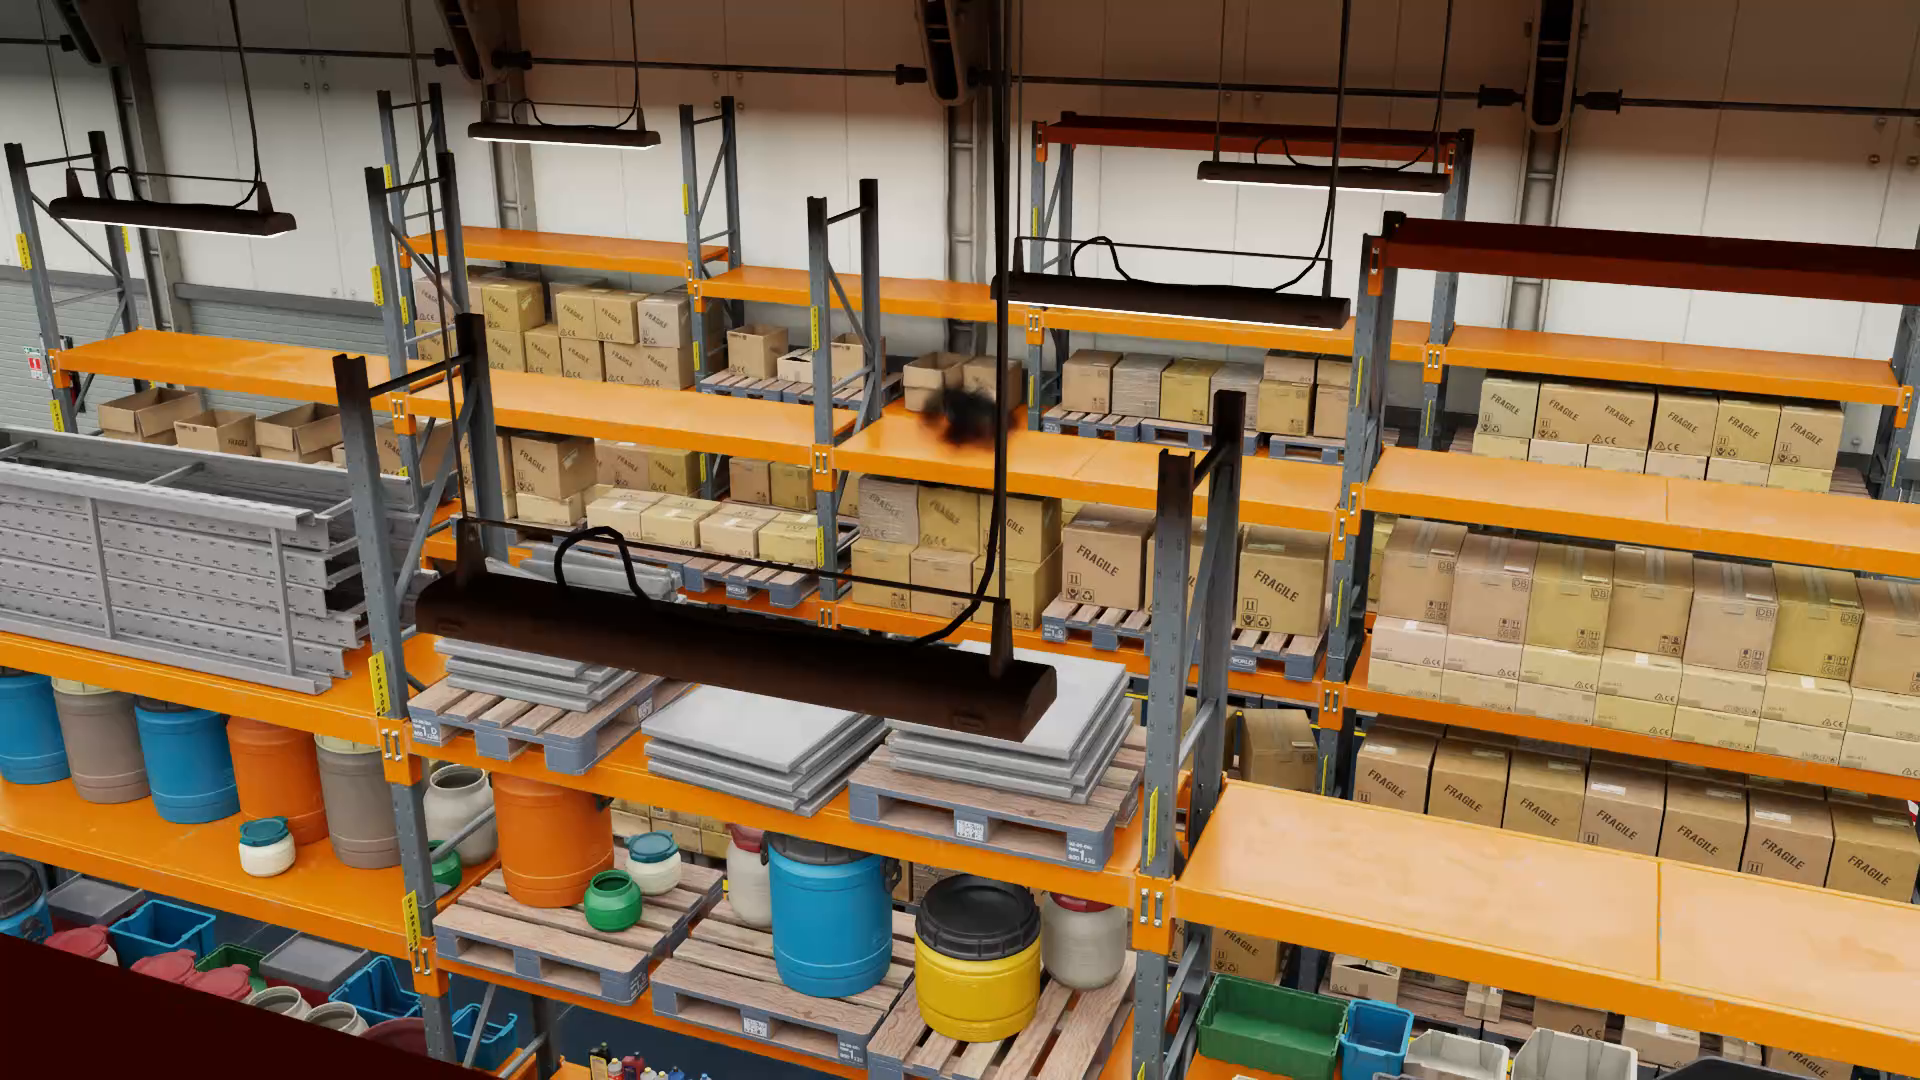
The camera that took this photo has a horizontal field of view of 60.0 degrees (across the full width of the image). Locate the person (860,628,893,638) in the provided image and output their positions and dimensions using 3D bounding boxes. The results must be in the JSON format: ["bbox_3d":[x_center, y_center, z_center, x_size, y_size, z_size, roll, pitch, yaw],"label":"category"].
[{"bbox_3d":[-0.873,0.519,16.460,0.702,0.879,0.640,7,22,17],"label":"person"}]
